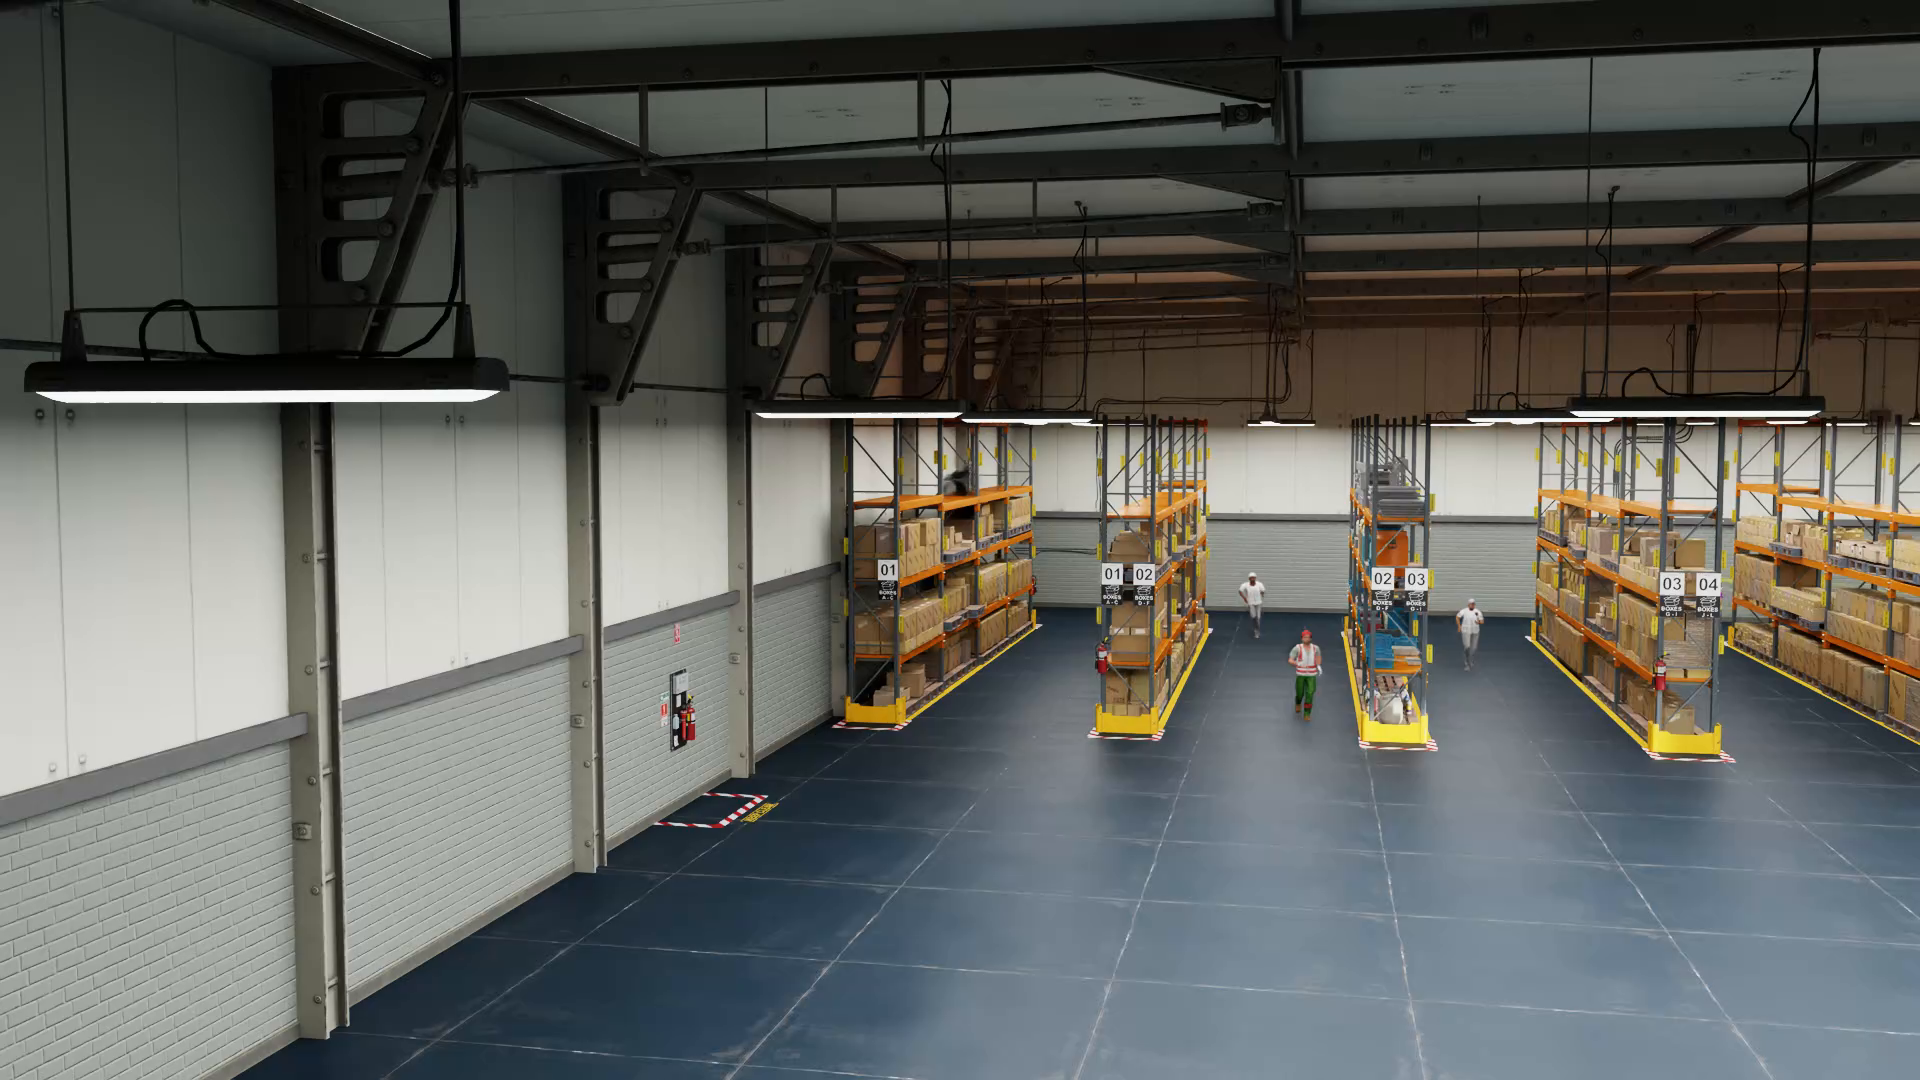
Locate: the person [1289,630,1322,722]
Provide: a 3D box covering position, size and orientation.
[{"bbox_3d":[6.794,2.651,32.720,0.664,1.765,0.847,0,4,1],"label":"person"}]

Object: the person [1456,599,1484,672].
[{"bbox_3d":[12.165,2.253,39.646,0.582,1.726,0.775,0,4,3],"label":"person"}]

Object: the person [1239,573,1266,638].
[{"bbox_3d":[8.097,1.804,45.884,0.694,1.826,0.741,0,4,-7],"label":"person"}]
